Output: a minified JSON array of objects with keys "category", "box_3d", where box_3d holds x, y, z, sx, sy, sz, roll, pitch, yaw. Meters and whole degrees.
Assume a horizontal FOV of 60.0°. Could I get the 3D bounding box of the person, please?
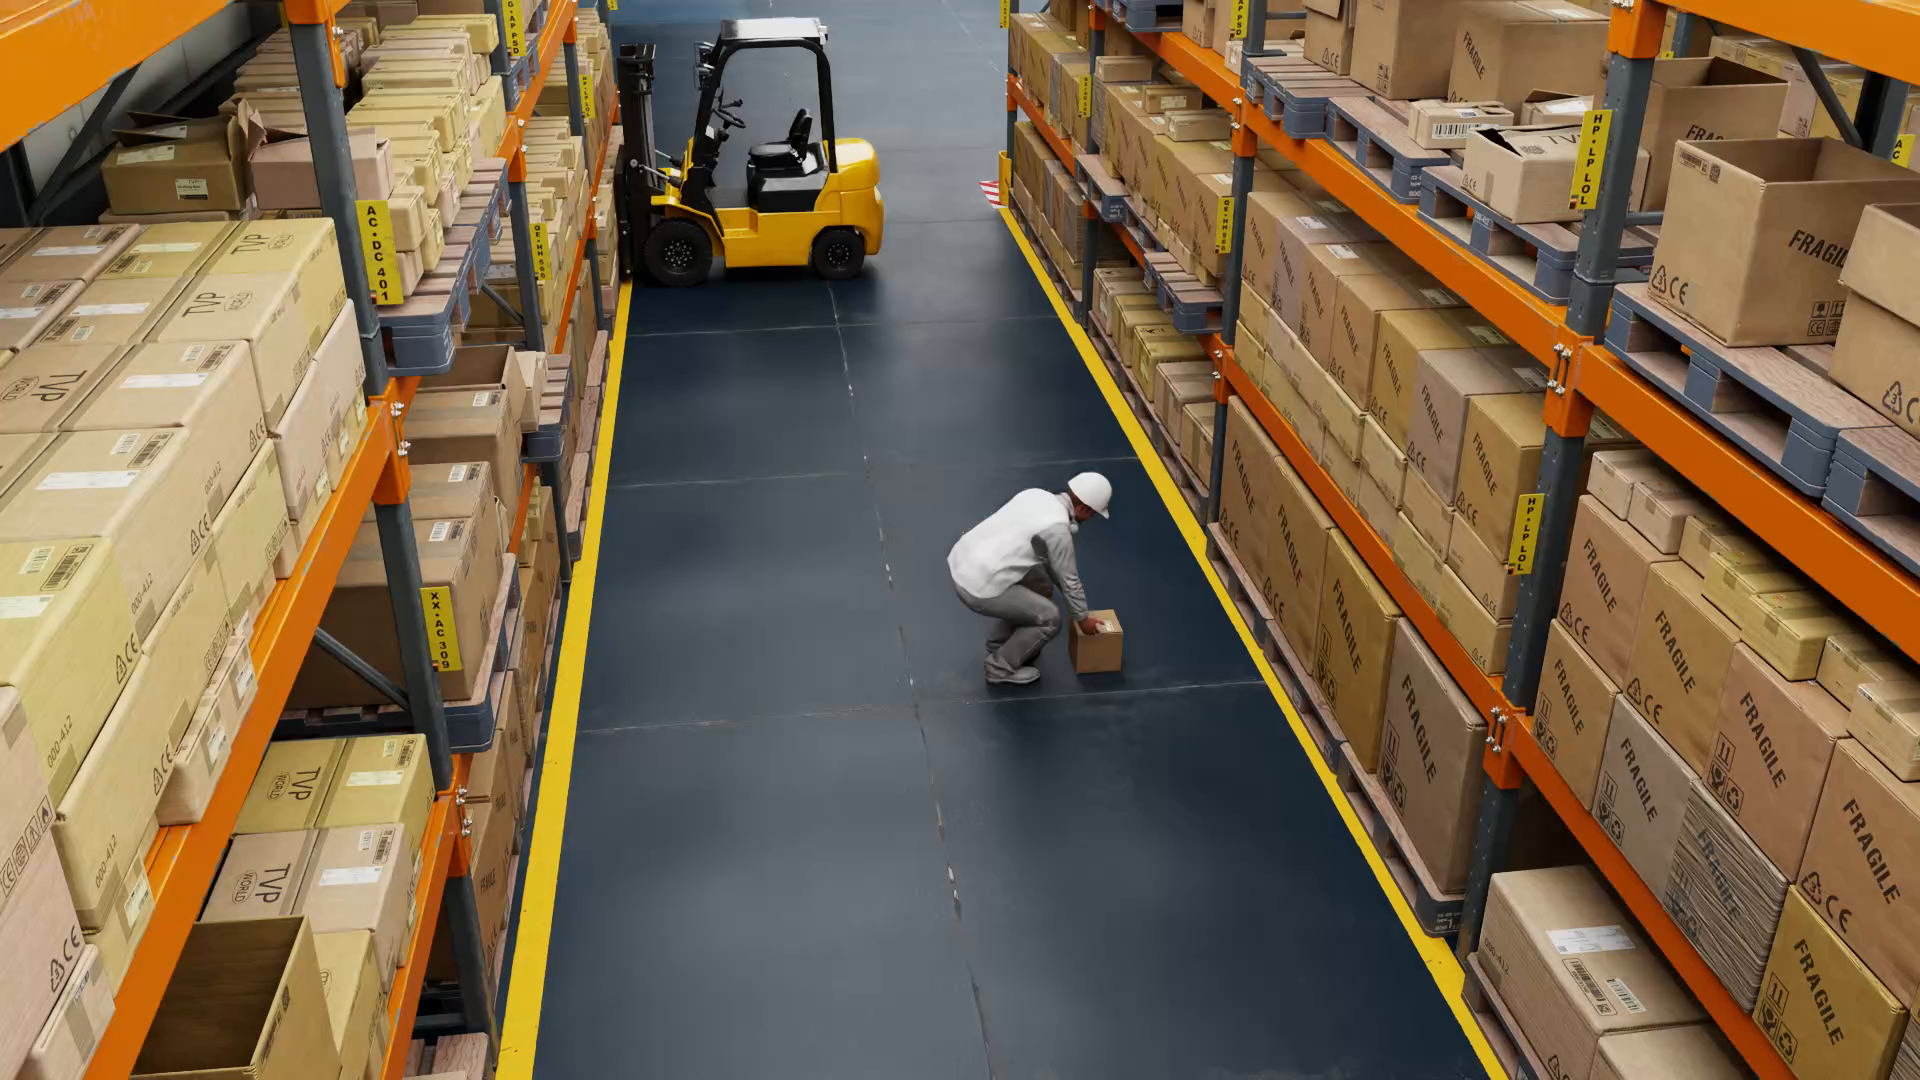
[{"category":"person","box_3d":[0.372,0.177,8.958,0.876,1.126,0.558,-4,27,-7]}]
